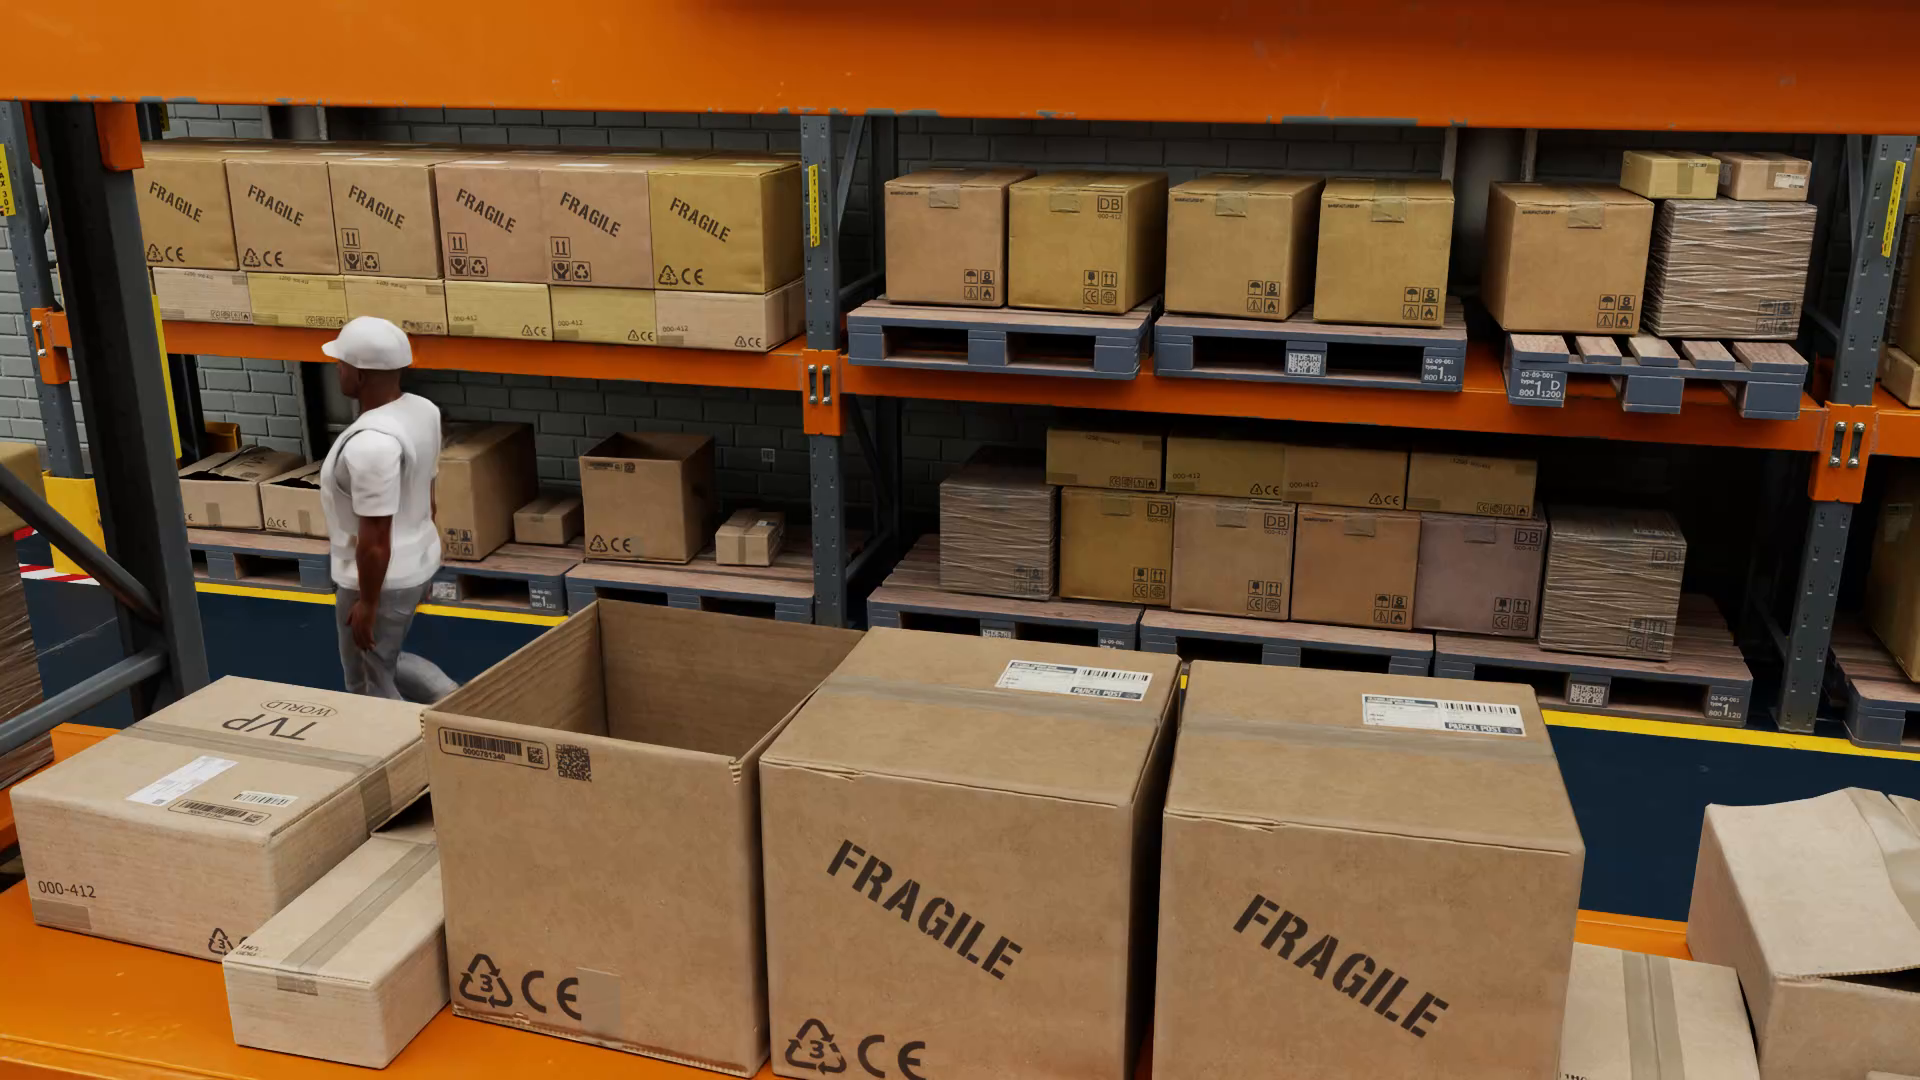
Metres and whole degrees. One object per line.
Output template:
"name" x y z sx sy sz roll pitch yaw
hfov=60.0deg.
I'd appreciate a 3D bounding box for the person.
"person" -1.898 0.112 5.611 0.590 1.757 0.569 0 18 0
